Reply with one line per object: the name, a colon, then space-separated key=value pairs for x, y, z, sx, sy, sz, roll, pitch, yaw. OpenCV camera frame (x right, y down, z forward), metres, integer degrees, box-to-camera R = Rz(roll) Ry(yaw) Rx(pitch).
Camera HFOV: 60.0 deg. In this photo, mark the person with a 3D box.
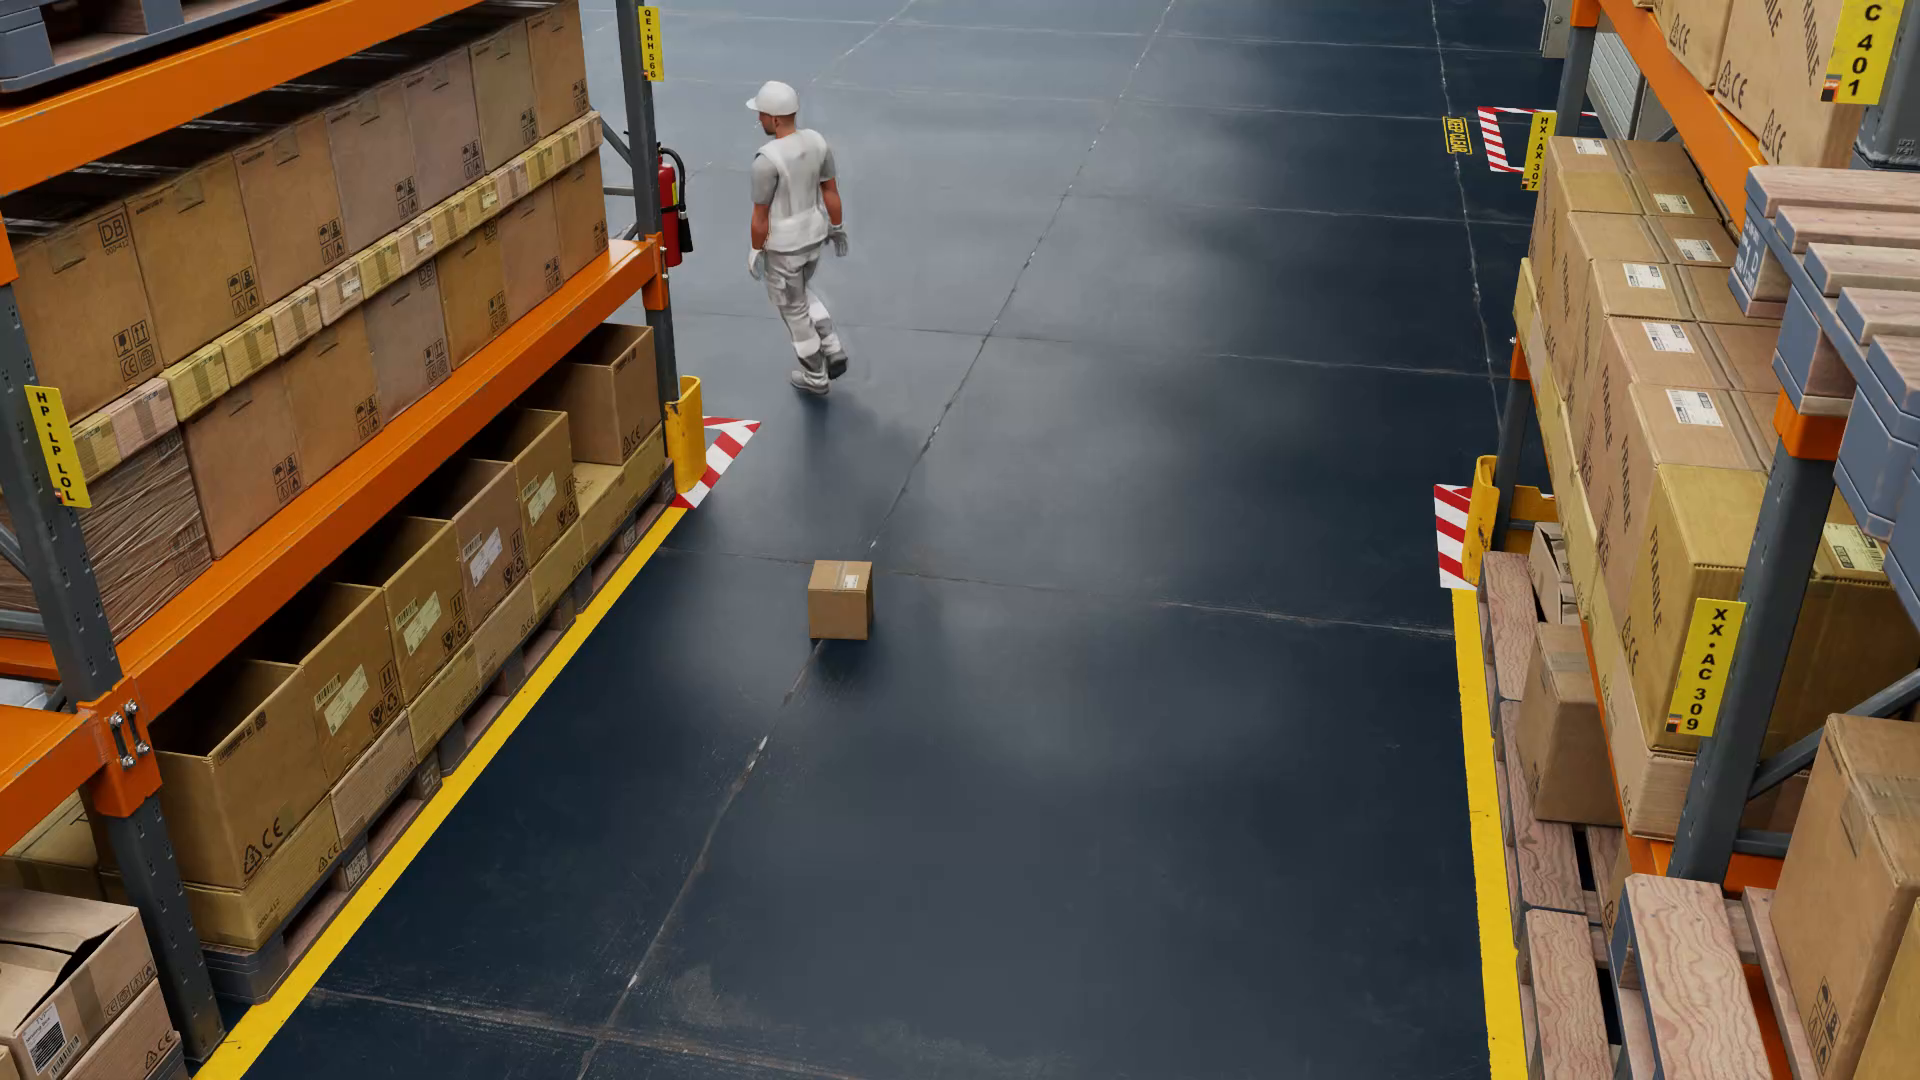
person: x=-0.930 y=-1.626 z=9.047 sx=0.438 sy=1.775 sz=0.635 roll=23 pitch=36 yaw=35
